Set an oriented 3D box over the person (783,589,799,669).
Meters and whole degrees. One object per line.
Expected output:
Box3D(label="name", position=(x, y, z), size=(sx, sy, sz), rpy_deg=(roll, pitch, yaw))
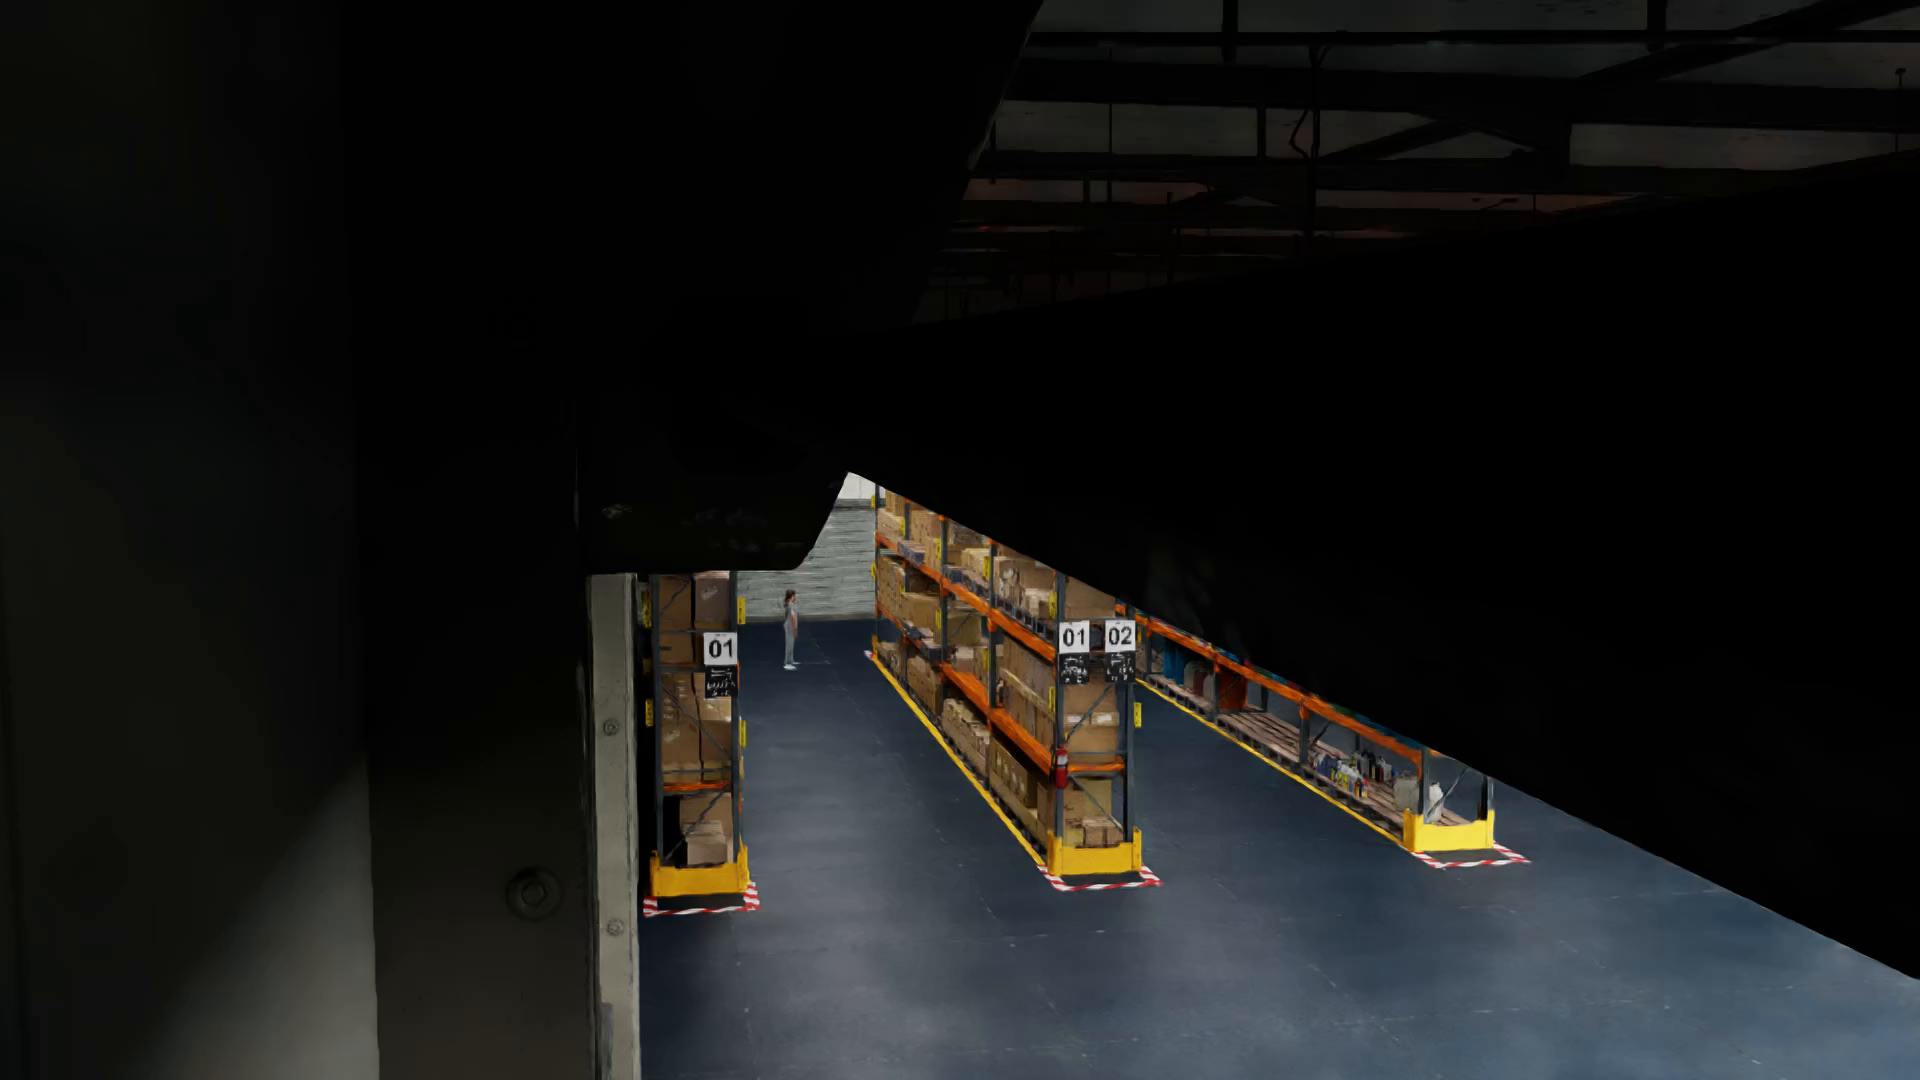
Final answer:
Box3D(label="person", position=(-3.587, 1.866, 35.201), size=(0.335, 1.681, 0.598), rpy_deg=(-2, 6, -18))
